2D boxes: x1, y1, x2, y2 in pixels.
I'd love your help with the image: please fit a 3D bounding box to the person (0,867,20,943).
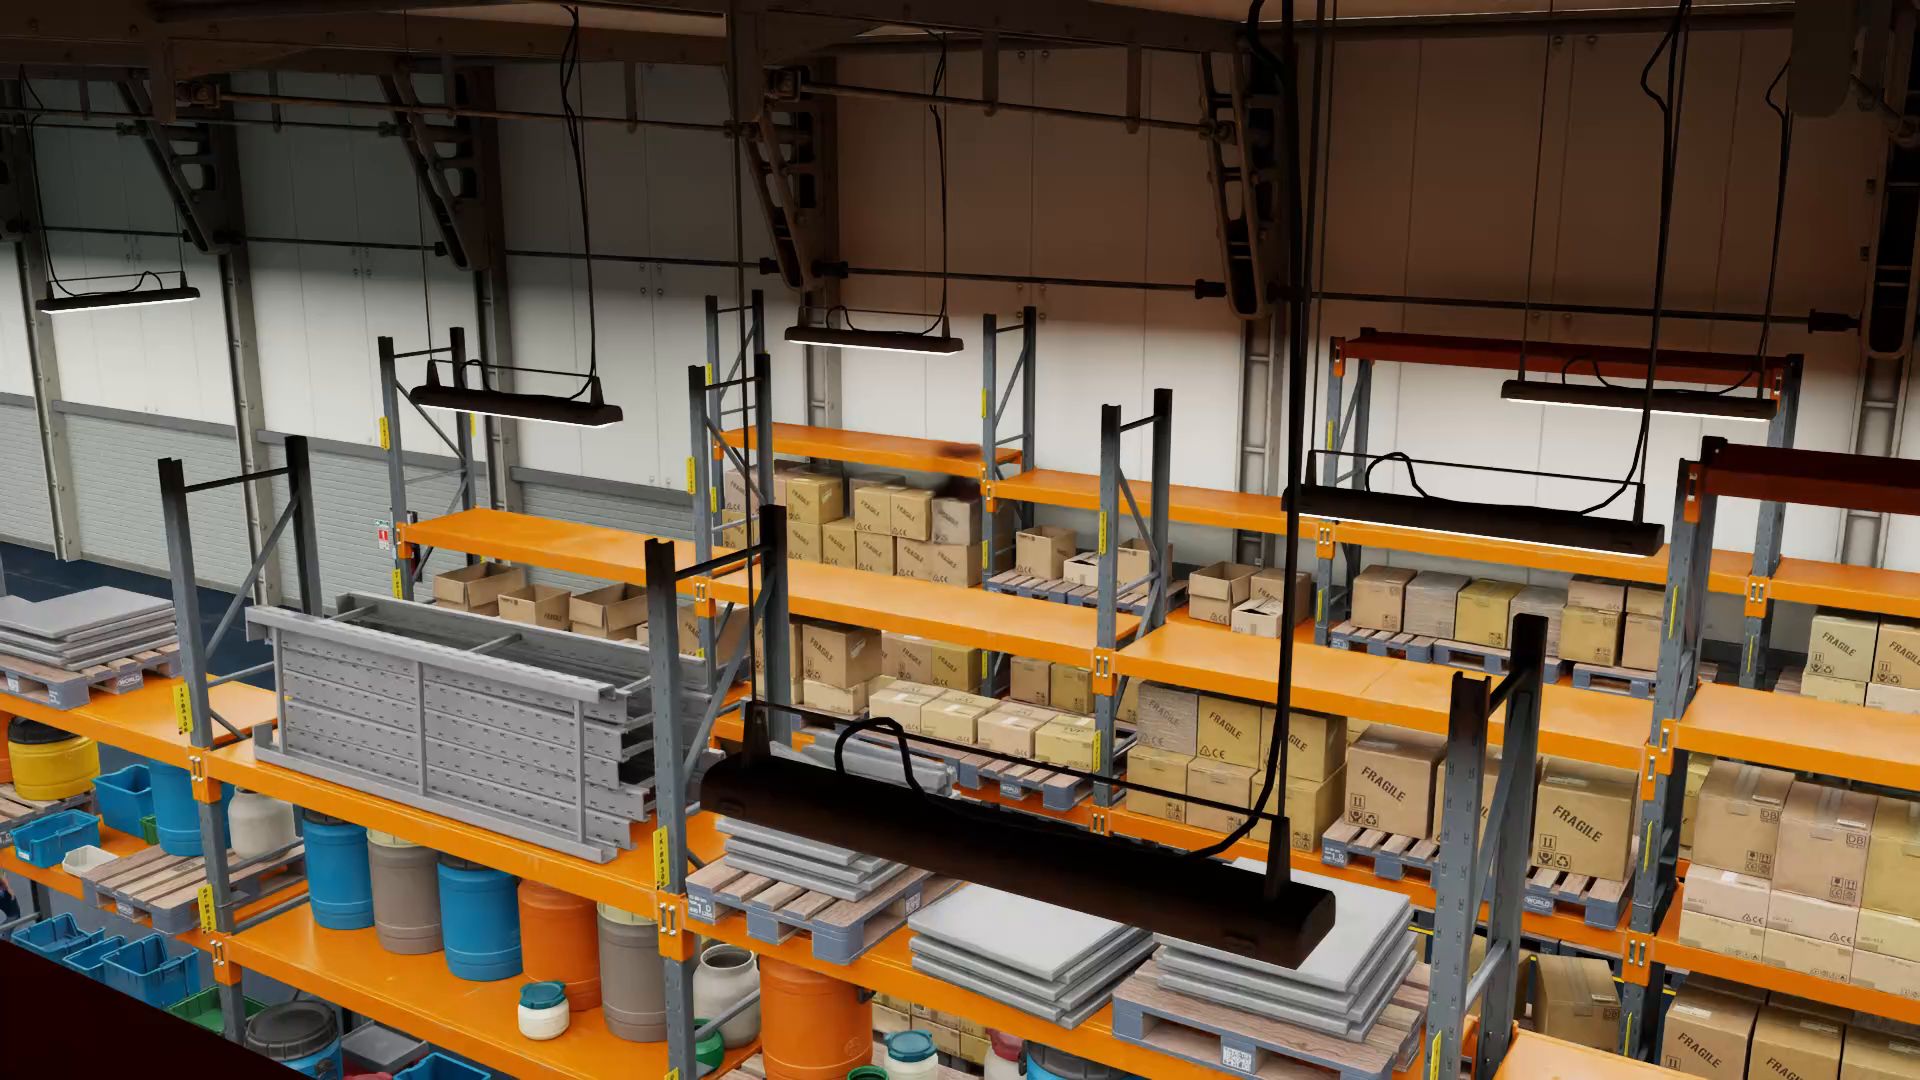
[{"bbox_3d":[-9.422,3.402,16.164,0.490,1.594,0.461,0,14,-2],"label":"person"}]
